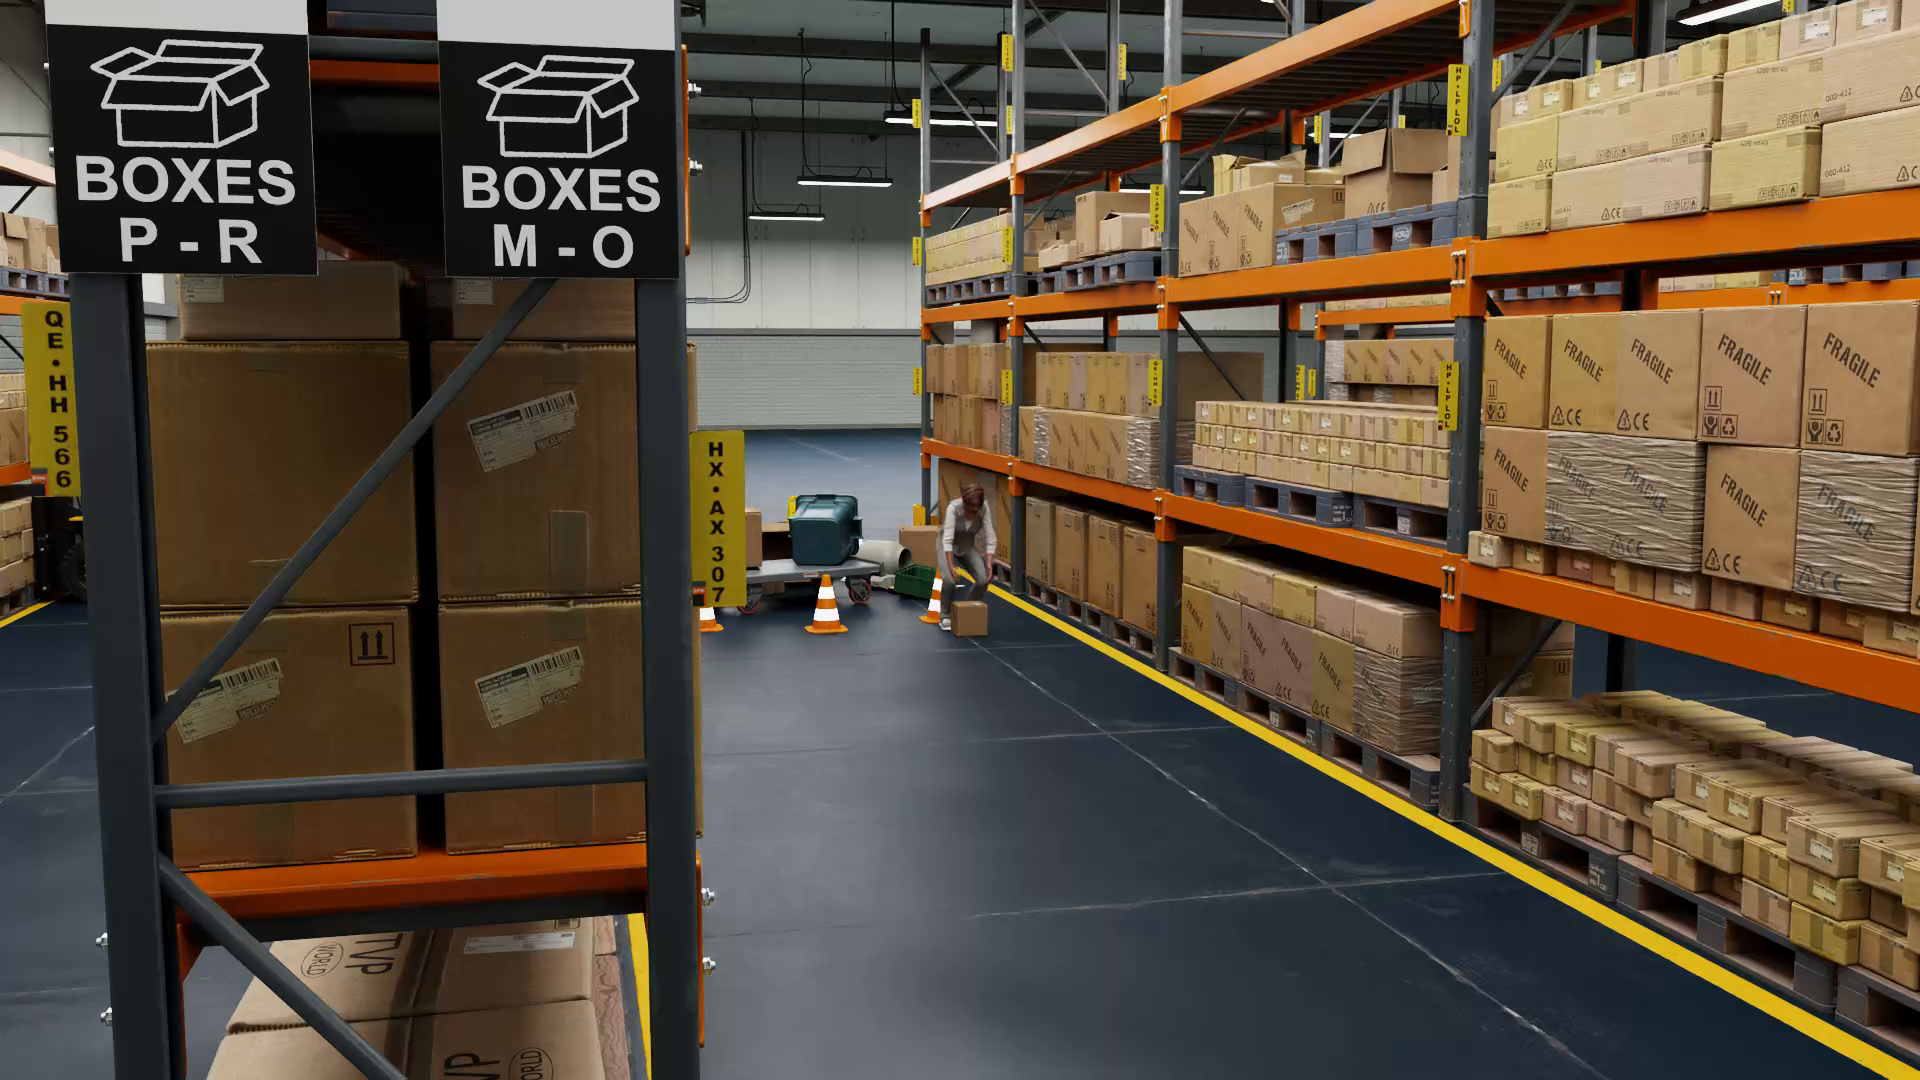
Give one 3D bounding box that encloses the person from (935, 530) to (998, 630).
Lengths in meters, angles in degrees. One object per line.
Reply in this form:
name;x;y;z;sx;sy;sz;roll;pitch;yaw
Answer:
person;0.048;0.324;13.782;0.450;0.866;0.793;-2;7;-15
